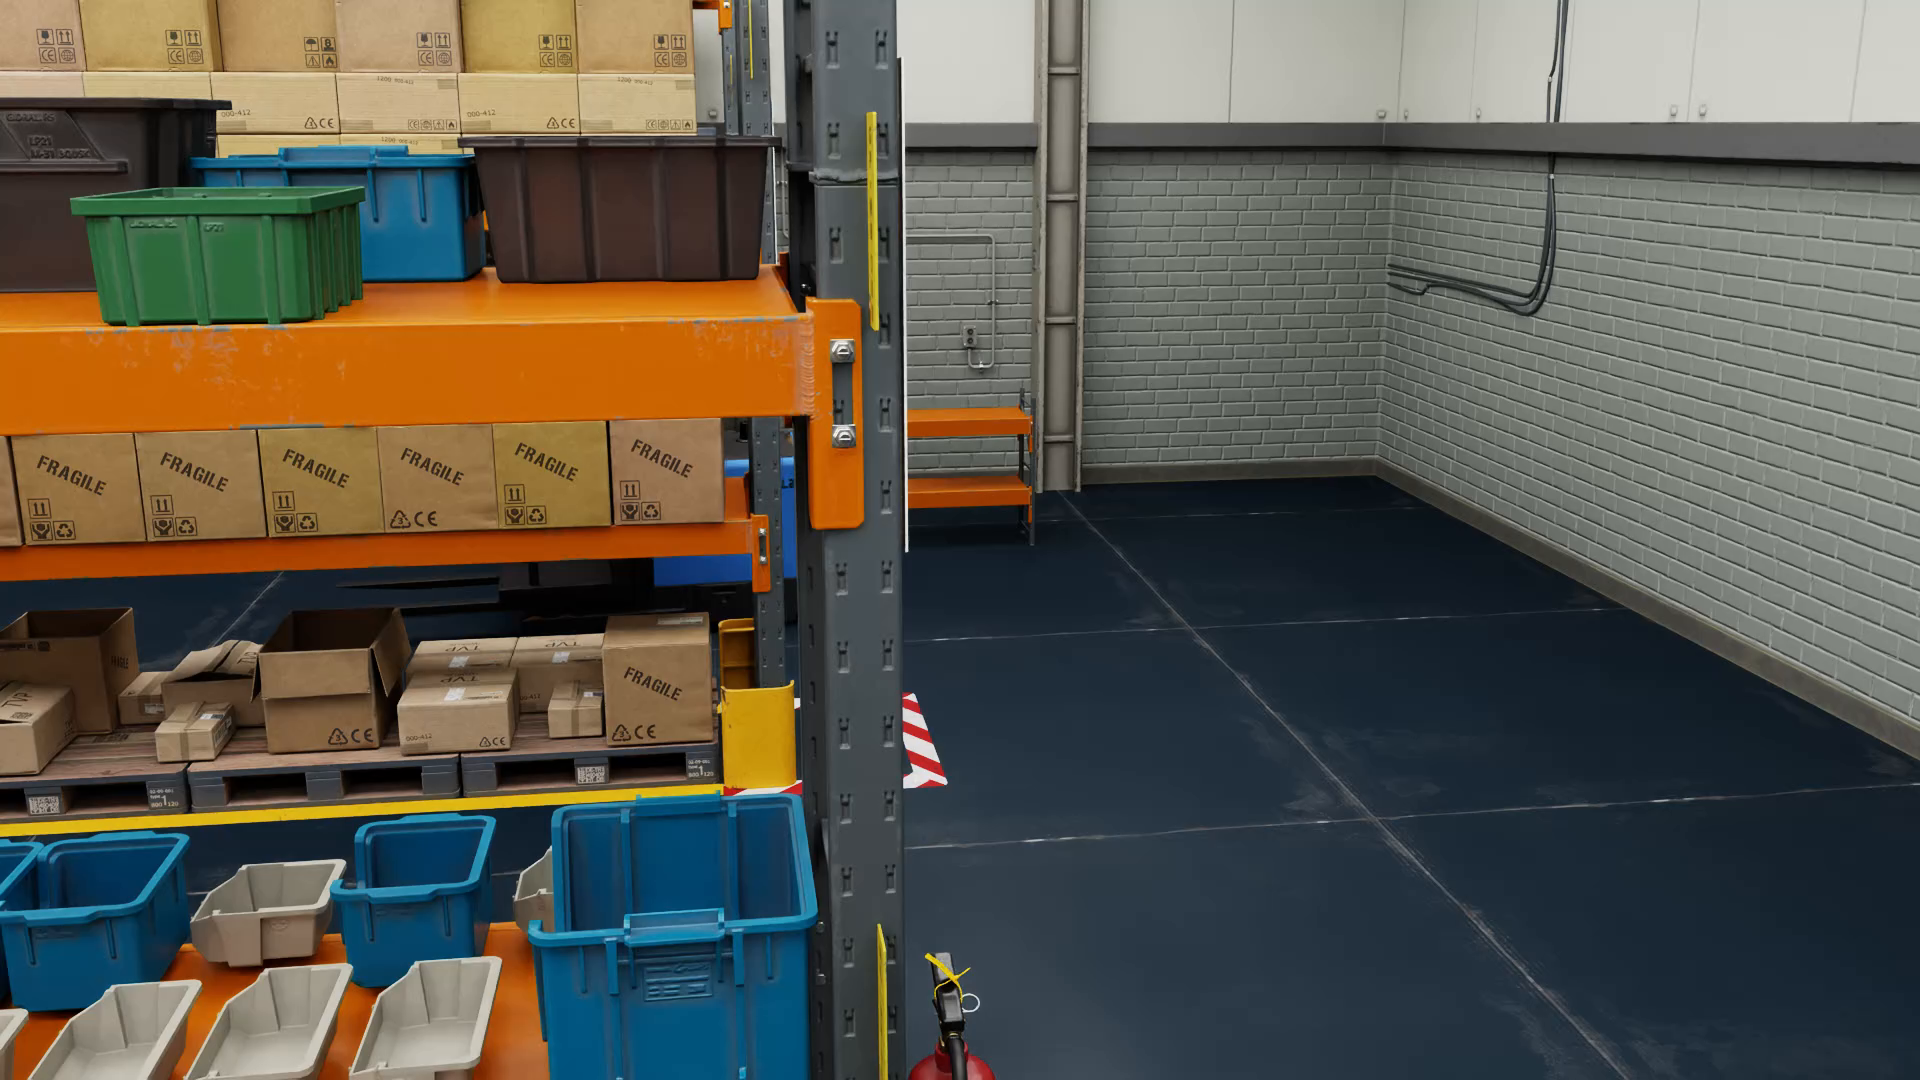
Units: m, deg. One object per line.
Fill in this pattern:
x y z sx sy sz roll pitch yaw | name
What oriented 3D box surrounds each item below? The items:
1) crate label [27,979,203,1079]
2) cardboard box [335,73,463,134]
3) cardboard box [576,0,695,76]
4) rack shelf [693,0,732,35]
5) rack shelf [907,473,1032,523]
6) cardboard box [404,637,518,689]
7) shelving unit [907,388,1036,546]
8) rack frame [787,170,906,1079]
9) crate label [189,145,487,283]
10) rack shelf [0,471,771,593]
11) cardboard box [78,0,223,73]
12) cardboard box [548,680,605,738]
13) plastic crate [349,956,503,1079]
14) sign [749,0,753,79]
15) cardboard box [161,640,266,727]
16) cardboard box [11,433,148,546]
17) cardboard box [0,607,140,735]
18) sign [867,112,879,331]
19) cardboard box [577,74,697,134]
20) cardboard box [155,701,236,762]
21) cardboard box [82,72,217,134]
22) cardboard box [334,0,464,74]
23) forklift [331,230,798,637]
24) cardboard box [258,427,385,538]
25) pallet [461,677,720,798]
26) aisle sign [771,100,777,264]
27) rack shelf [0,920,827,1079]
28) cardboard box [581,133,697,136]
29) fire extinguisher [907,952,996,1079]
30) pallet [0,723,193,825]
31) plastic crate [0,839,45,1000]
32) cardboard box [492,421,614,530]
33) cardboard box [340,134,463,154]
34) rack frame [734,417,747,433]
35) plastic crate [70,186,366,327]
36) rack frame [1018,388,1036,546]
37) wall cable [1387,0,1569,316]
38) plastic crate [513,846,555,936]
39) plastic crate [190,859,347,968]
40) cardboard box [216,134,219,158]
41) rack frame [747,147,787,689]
-1.572 0.979 3.072 0.243 0.136 0.396 -2 14 -8 | crate label
-2.426 -1.917 7.314 0.500 0.250 0.500 -2 14 -8 | cardboard box
-1.472 -2.374 7.593 0.500 0.500 0.700 -2 14 -8 | cardboard box
-3.686 -3.894 12.050 4.000 0.370 1.077 -2 14 -8 | rack shelf
0.007 -0.309 12.645 1.000 0.278 0.538 -2 14 -8 | rack shelf
-2.535 0.700 8.512 0.500 0.250 0.500 -2 14 -8 | cardboard box
0.007 -0.546 12.586 1.048 1.125 0.538 -2 14 -8 | shelving unit
-0.232 0.784 3.430 0.127 3.000 1.000 -2 14 -8 | rack frame
-1.193 -0.643 3.260 0.502 0.251 0.408 -2 14 -8 | crate label
-2.944 0.014 7.980 4.000 0.370 1.077 -2 14 -8 | rack shelf
-3.437 -2.282 7.226 0.500 0.500 0.700 -2 14 -8 | cardboard box
-1.881 0.825 8.186 0.250 0.166 0.380 -2 14 -8 | cardboard box
-1.011 0.956 3.163 0.243 0.136 0.396 -2 14 -8 | plastic crate
-0.903 -2.158 7.174 0.005 0.325 0.100 -2 14 -8 | sign
-3.659 0.712 8.340 0.500 0.311 0.500 -2 14 -8 | cardboard box
-3.871 -0.284 7.481 0.500 0.500 0.500 -2 14 -7 | cardboard box
-4.401 0.647 8.209 0.500 0.500 0.500 -2 14 -8 | cardboard box
-0.134 -0.489 2.553 0.005 0.325 0.100 -2 14 -8 | sign
-1.436 -1.953 7.455 0.500 0.250 0.500 -2 14 -8 | cardboard box
-3.620 0.901 7.882 0.250 0.166 0.380 -2 14 -8 | cardboard box
-3.413 -1.879 7.163 0.500 0.250 0.500 -2 14 -8 | cardboard box
-2.457 -2.332 7.427 0.500 0.500 0.700 -2 14 -8 | cardboard box
-2.453 -0.928 10.398 3.031 2.935 1.130 -3 14 -13 | forklift
-2.874 -0.320 7.626 0.500 0.500 0.500 -2 14 -9 | cardboard box
-1.830 0.977 8.394 1.213 0.211 1.003 -2 14 -8 | pallet
-0.853 -1.598 7.581 0.004 0.787 0.394 -2 14 -8 | aisle sign
-2.210 1.205 3.229 4.000 0.370 1.077 -2 14 -8 | rack shelf
-1.435 -1.708 7.508 0.500 0.250 0.500 -2 14 -8 | cardboard box
-0.015 1.106 3.071 0.183 0.674 0.296 -2 14 -8 | fire extinguisher
-4.242 1.065 8.041 1.213 0.211 1.003 -2 14 -8 | pallet
-2.124 0.824 3.490 0.300 0.233 0.416 -2 14 -8 | plastic crate
-1.881 -0.355 7.765 0.500 0.500 0.500 -2 14 -8 | cardboard box
-2.424 -1.671 7.361 0.500 0.250 0.500 -2 14 -8 | cardboard box
-1.708 -1.599 12.932 0.127 3.000 1.000 -2 14 -8 | rack frame
-1.165 -0.464 2.675 0.336 0.188 0.450 -2 14 -8 | plastic crate
0.509 -0.564 12.659 0.032 1.125 0.500 -2 14 -8 | rack frame
3.938 -3.122 13.055 0.112 2.526 3.097 -2 14 -8 | wall cable
-0.855 0.804 3.768 0.298 0.136 0.250 -2 14 -8 | plastic crate
-1.526 0.829 3.670 0.298 0.136 0.250 -2 14 -8 | plastic crate
-3.414 -1.638 7.229 0.500 0.250 0.500 -2 14 -8 | cardboard box
-0.966 -0.408 8.182 0.127 3.000 1.000 -2 14 -8 | rack frame
